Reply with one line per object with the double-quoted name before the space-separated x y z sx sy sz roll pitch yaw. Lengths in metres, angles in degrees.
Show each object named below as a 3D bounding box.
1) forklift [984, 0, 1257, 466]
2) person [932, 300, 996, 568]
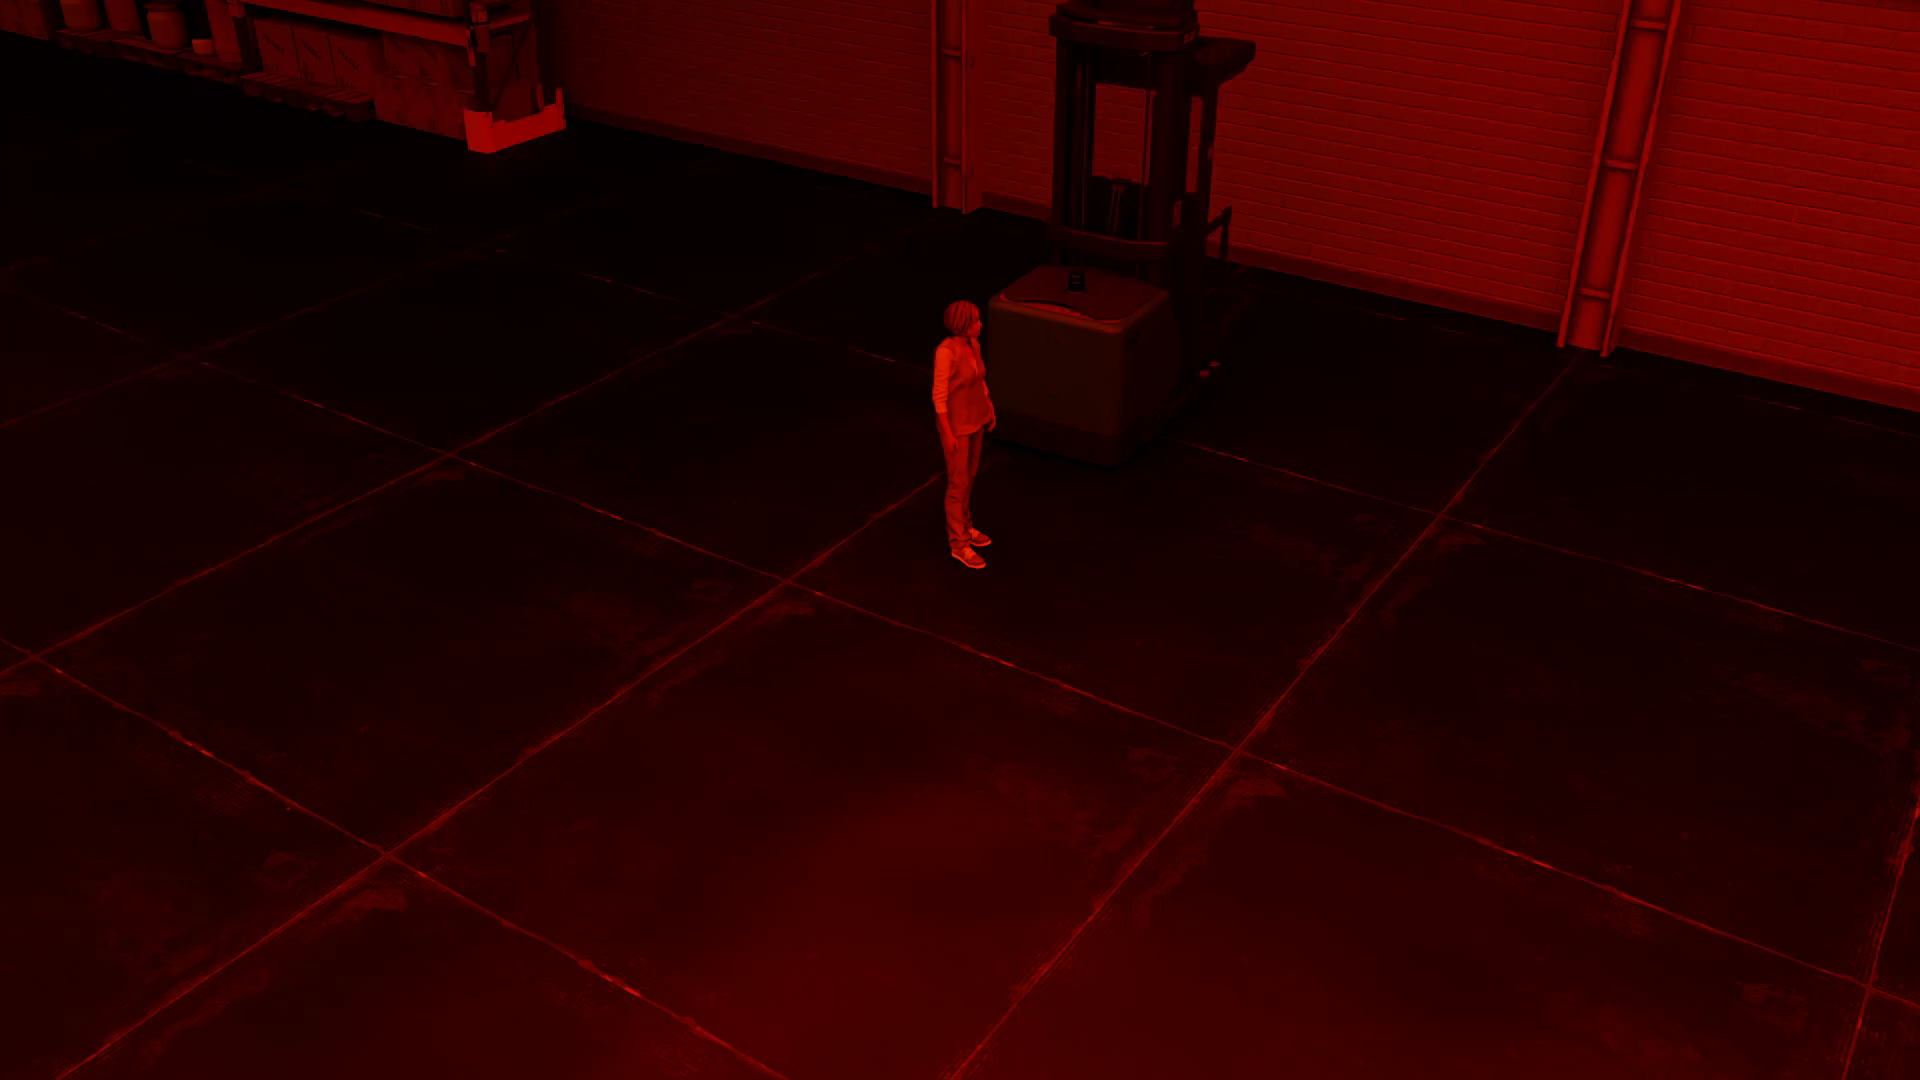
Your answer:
"forklift" 1.347 -2.471 11.837 1.130 2.935 3.031 16 34 26
"person" 0.074 -0.669 10.057 0.434 1.601 0.541 16 34 25
